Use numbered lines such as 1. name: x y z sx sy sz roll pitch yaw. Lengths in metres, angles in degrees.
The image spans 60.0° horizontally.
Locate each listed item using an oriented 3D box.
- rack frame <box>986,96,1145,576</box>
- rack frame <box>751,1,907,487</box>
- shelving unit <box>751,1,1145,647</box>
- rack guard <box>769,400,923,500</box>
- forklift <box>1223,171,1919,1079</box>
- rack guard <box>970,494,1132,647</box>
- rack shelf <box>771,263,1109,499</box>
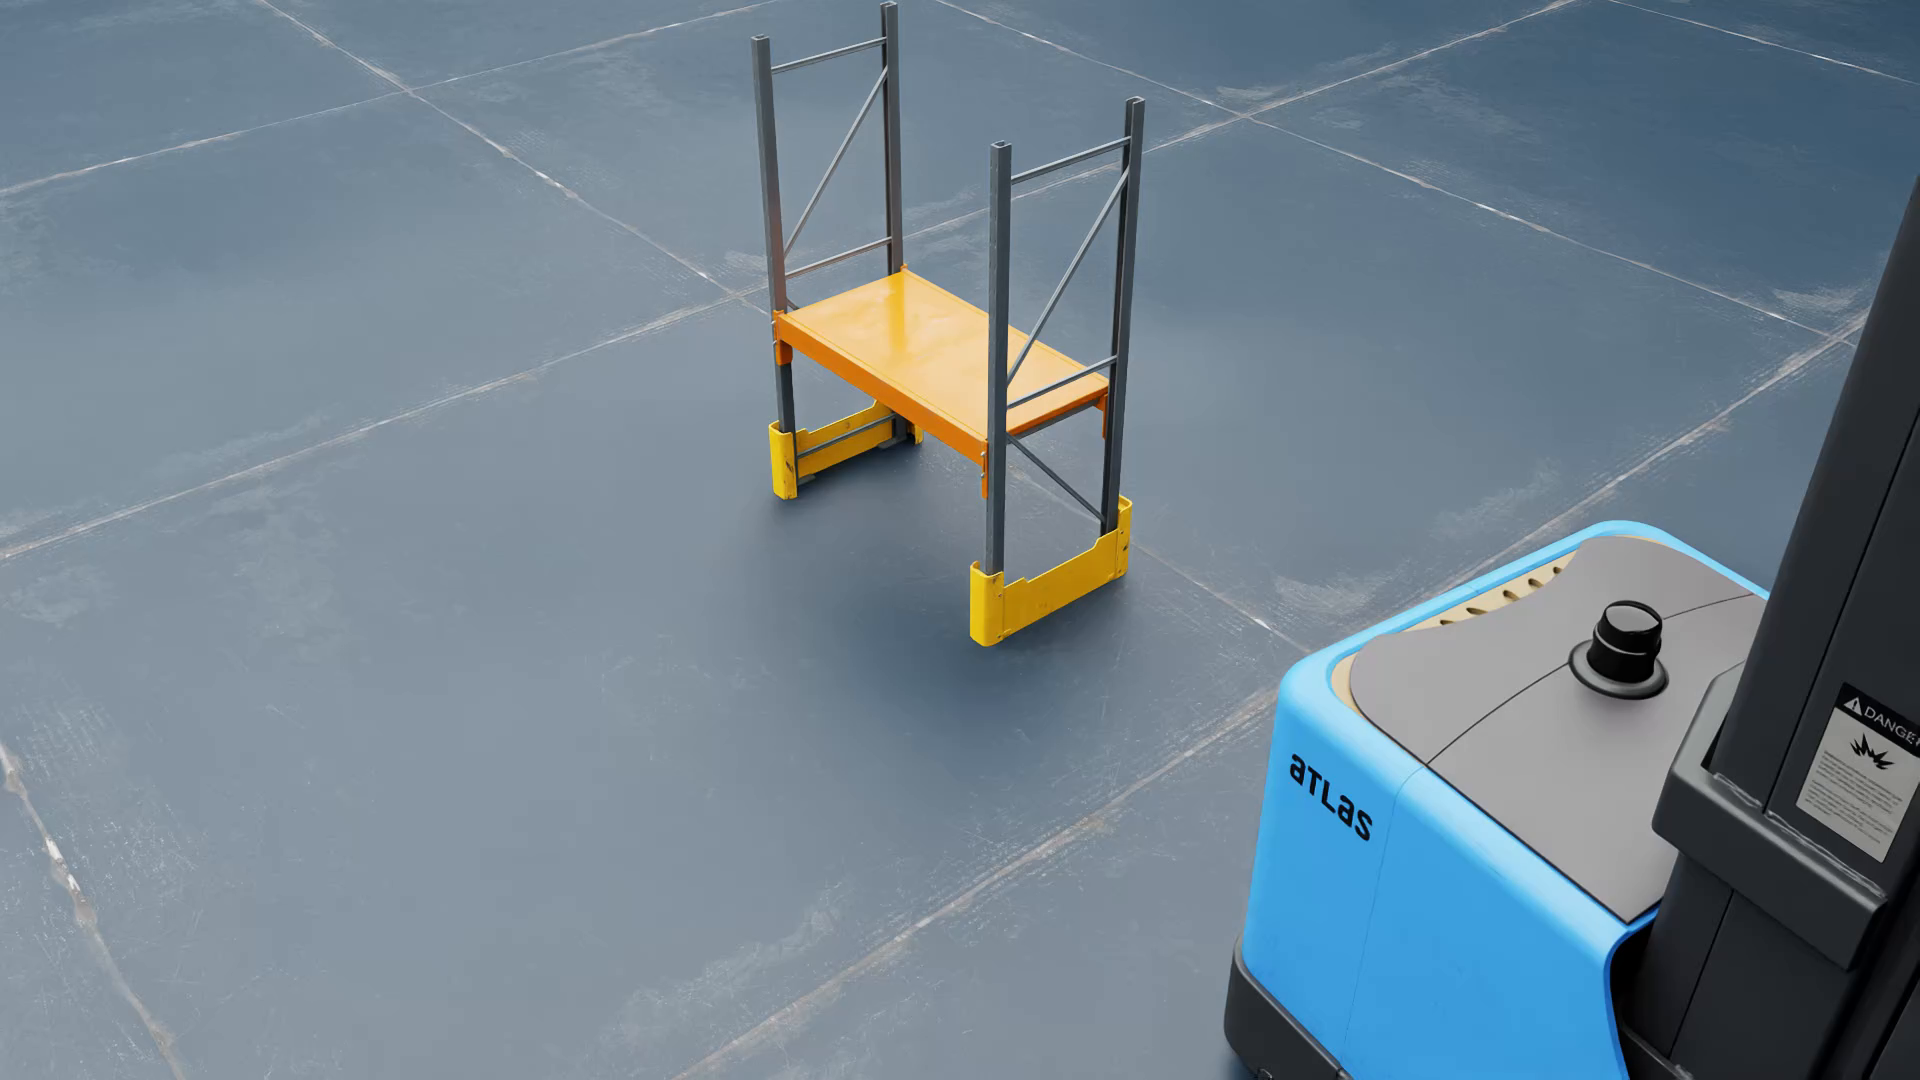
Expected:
1. rack frame: 0.273 -0.425 4.553 0.500 1.500 0.032 -26 43 -32
2. rack frame: -0.383 -0.874 5.187 0.500 1.500 0.032 -26 43 -32
3. shelving unit: -0.049 -0.646 4.864 0.587 1.500 1.083 -26 43 -32
4. rack guard: -0.371 -0.356 5.536 0.587 0.250 0.087 -26 43 -32
5. forklift: 1.794 0.483 2.033 1.130 2.935 3.031 -20 40 -26
6. rack guard: 0.272 0.084 4.915 0.587 0.250 0.087 -26 43 -32
7. rack shelf: -0.055 -0.503 4.974 0.538 0.185 1.000 -26 43 -32
